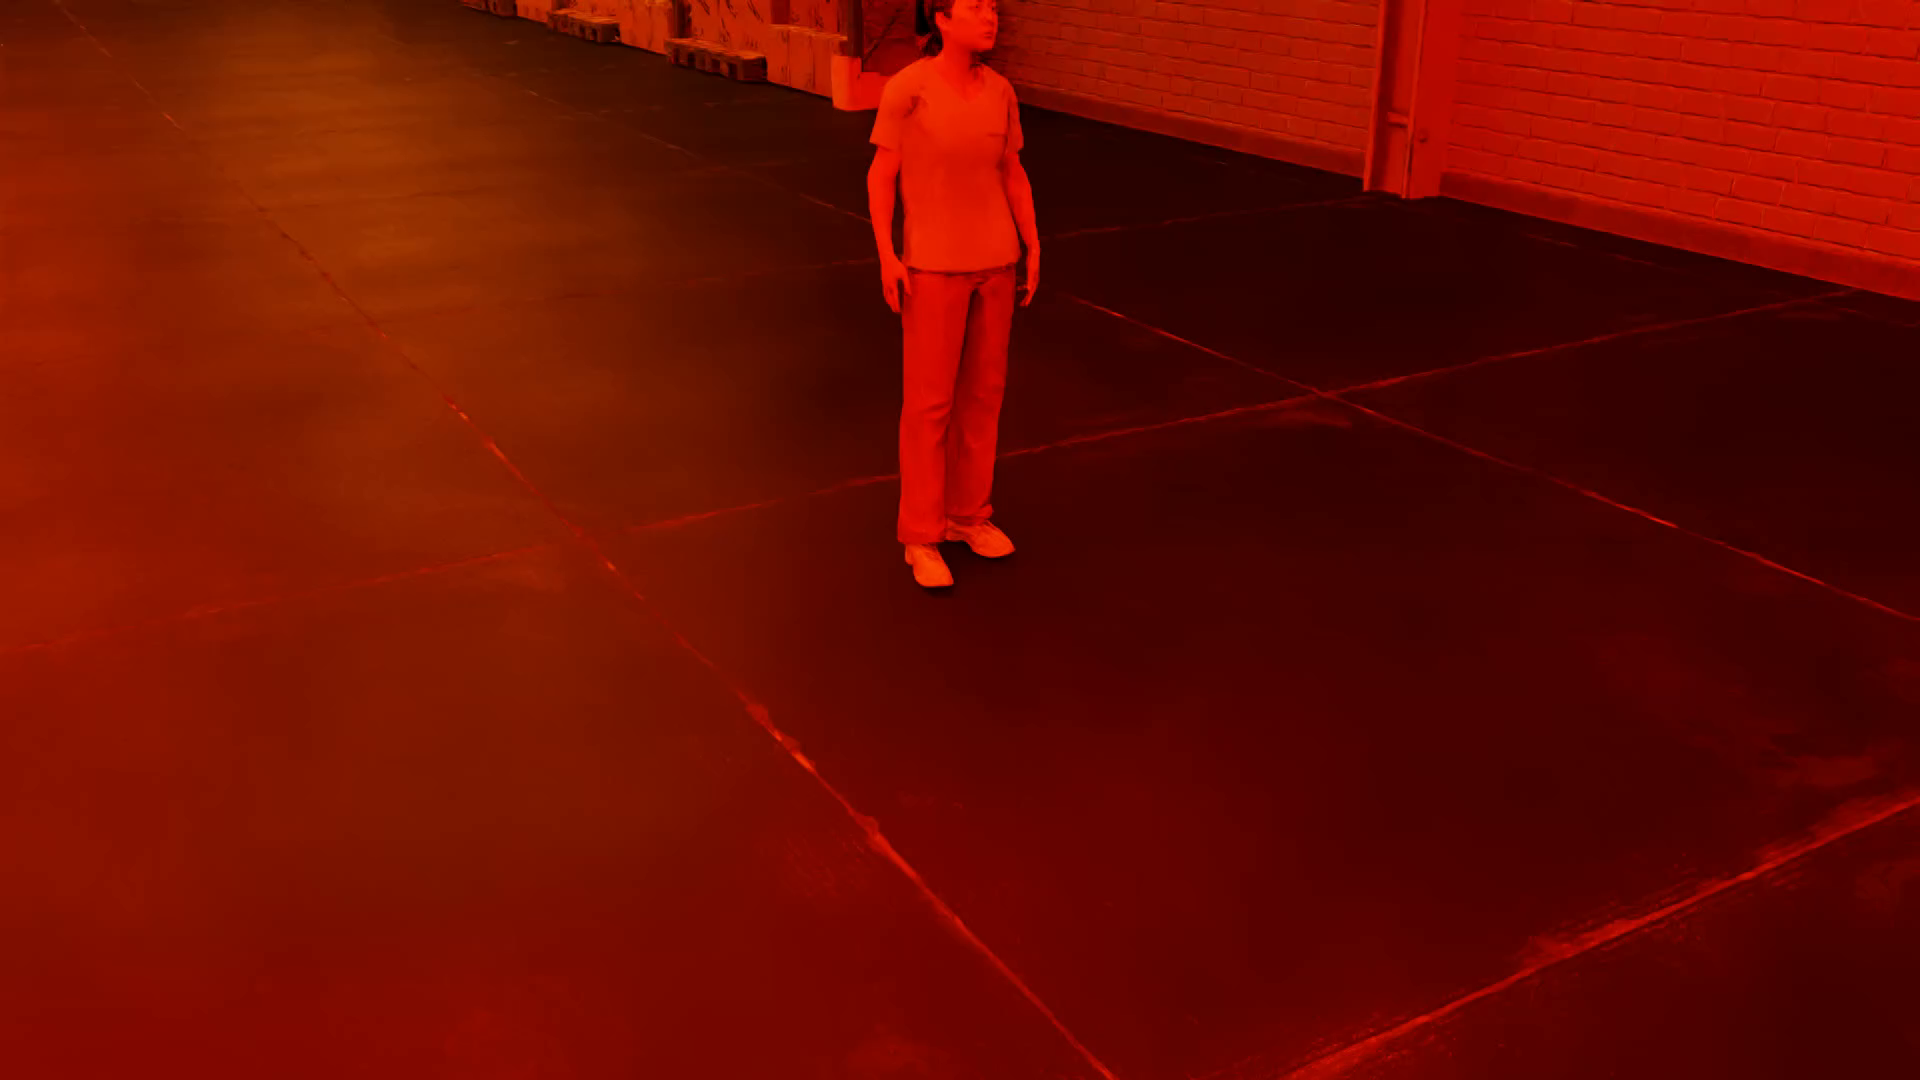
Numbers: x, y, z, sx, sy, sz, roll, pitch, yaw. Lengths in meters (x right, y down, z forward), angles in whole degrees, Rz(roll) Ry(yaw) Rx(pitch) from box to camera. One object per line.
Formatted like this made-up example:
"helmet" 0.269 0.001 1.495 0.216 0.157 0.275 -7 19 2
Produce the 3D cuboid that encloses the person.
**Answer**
"person" 0.035 -0.750 4.737 0.554 1.674 0.517 -12 25 -28
